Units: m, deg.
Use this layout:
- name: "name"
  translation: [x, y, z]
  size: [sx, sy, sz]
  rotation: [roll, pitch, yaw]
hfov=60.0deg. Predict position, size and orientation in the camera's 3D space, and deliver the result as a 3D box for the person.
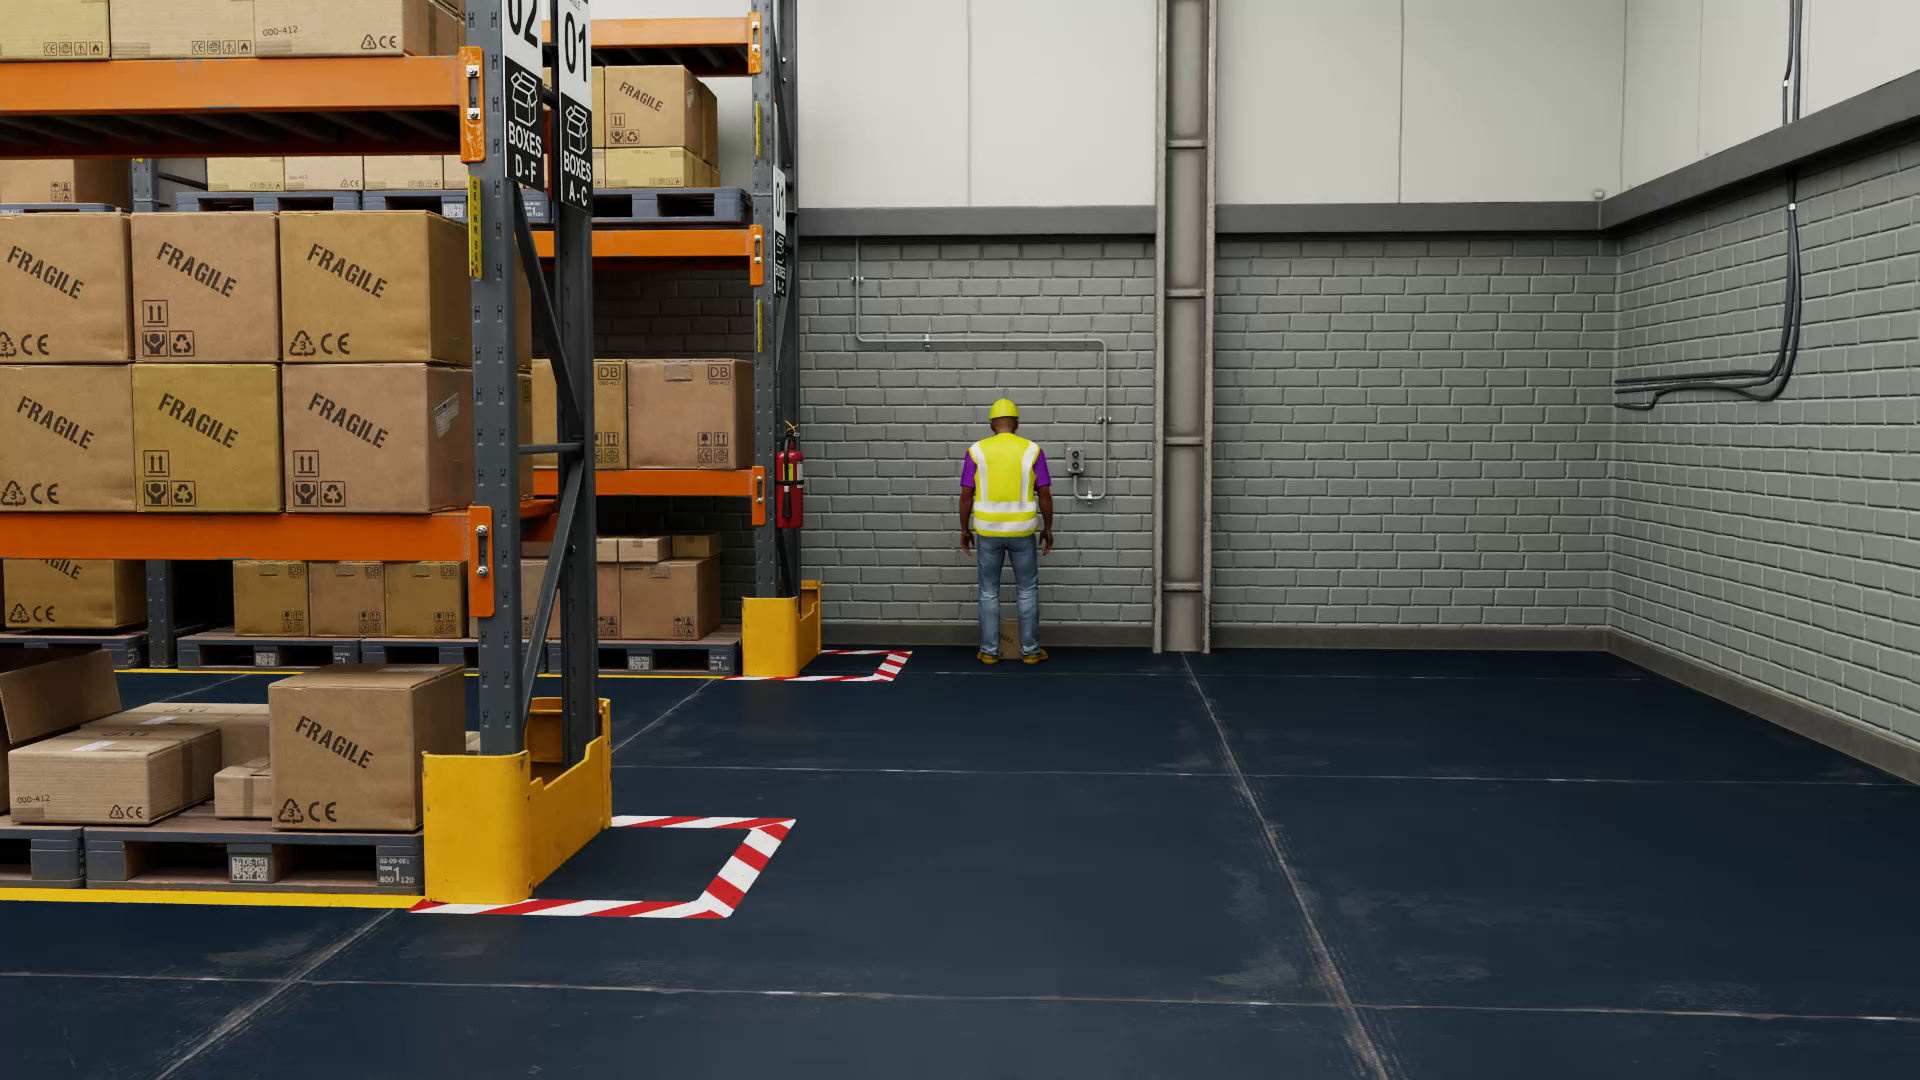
- name: "person"
  translation: [0.310, -0.061, 11.101]
  size: [0.626, 1.761, 0.458]
  rotation: [0, 4, 4]
